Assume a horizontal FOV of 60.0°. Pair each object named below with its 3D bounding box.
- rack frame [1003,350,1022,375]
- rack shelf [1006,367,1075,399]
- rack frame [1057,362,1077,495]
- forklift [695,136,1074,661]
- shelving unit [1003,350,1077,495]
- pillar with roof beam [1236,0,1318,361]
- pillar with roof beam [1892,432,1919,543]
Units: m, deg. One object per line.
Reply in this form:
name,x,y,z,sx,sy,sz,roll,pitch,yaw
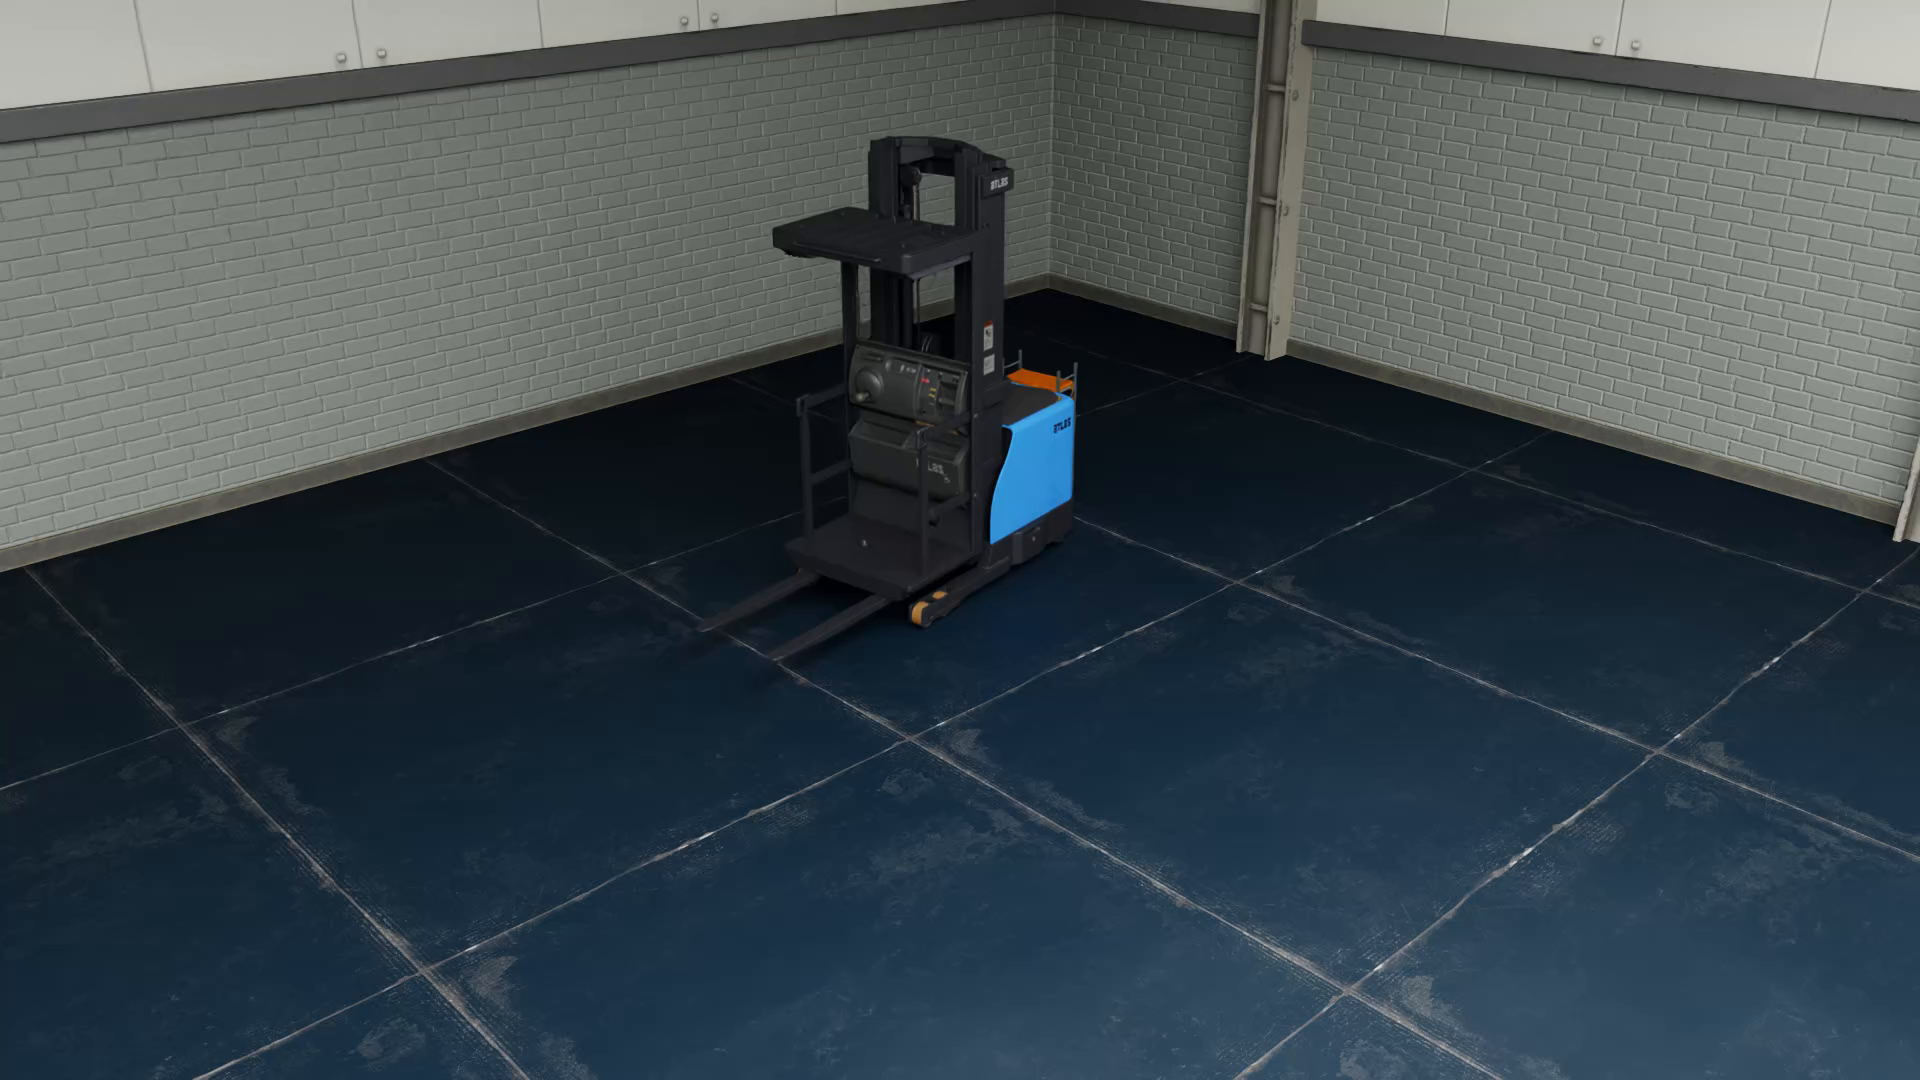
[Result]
rack frame,0.374,-0.812,12.379,0.015,1.200,0.240,17,29,33
rack shelf,0.570,-1.110,12.085,0.480,0.148,0.258,17,29,33
rack frame,0.764,-0.691,12.113,0.015,1.200,0.240,17,29,33
forklift,-0.468,-0.997,10.702,1.130,2.935,3.031,17,30,33
shelving unit,0.569,-0.751,12.246,0.503,1.200,0.258,17,29,33
pillar with roof beam,-0.242,-4.677,11.457,9.100,9.000,0.400,-21,32,-38
pillar with roof beam,3.859,-2.859,7.472,9.100,9.000,0.400,-21,32,-38
